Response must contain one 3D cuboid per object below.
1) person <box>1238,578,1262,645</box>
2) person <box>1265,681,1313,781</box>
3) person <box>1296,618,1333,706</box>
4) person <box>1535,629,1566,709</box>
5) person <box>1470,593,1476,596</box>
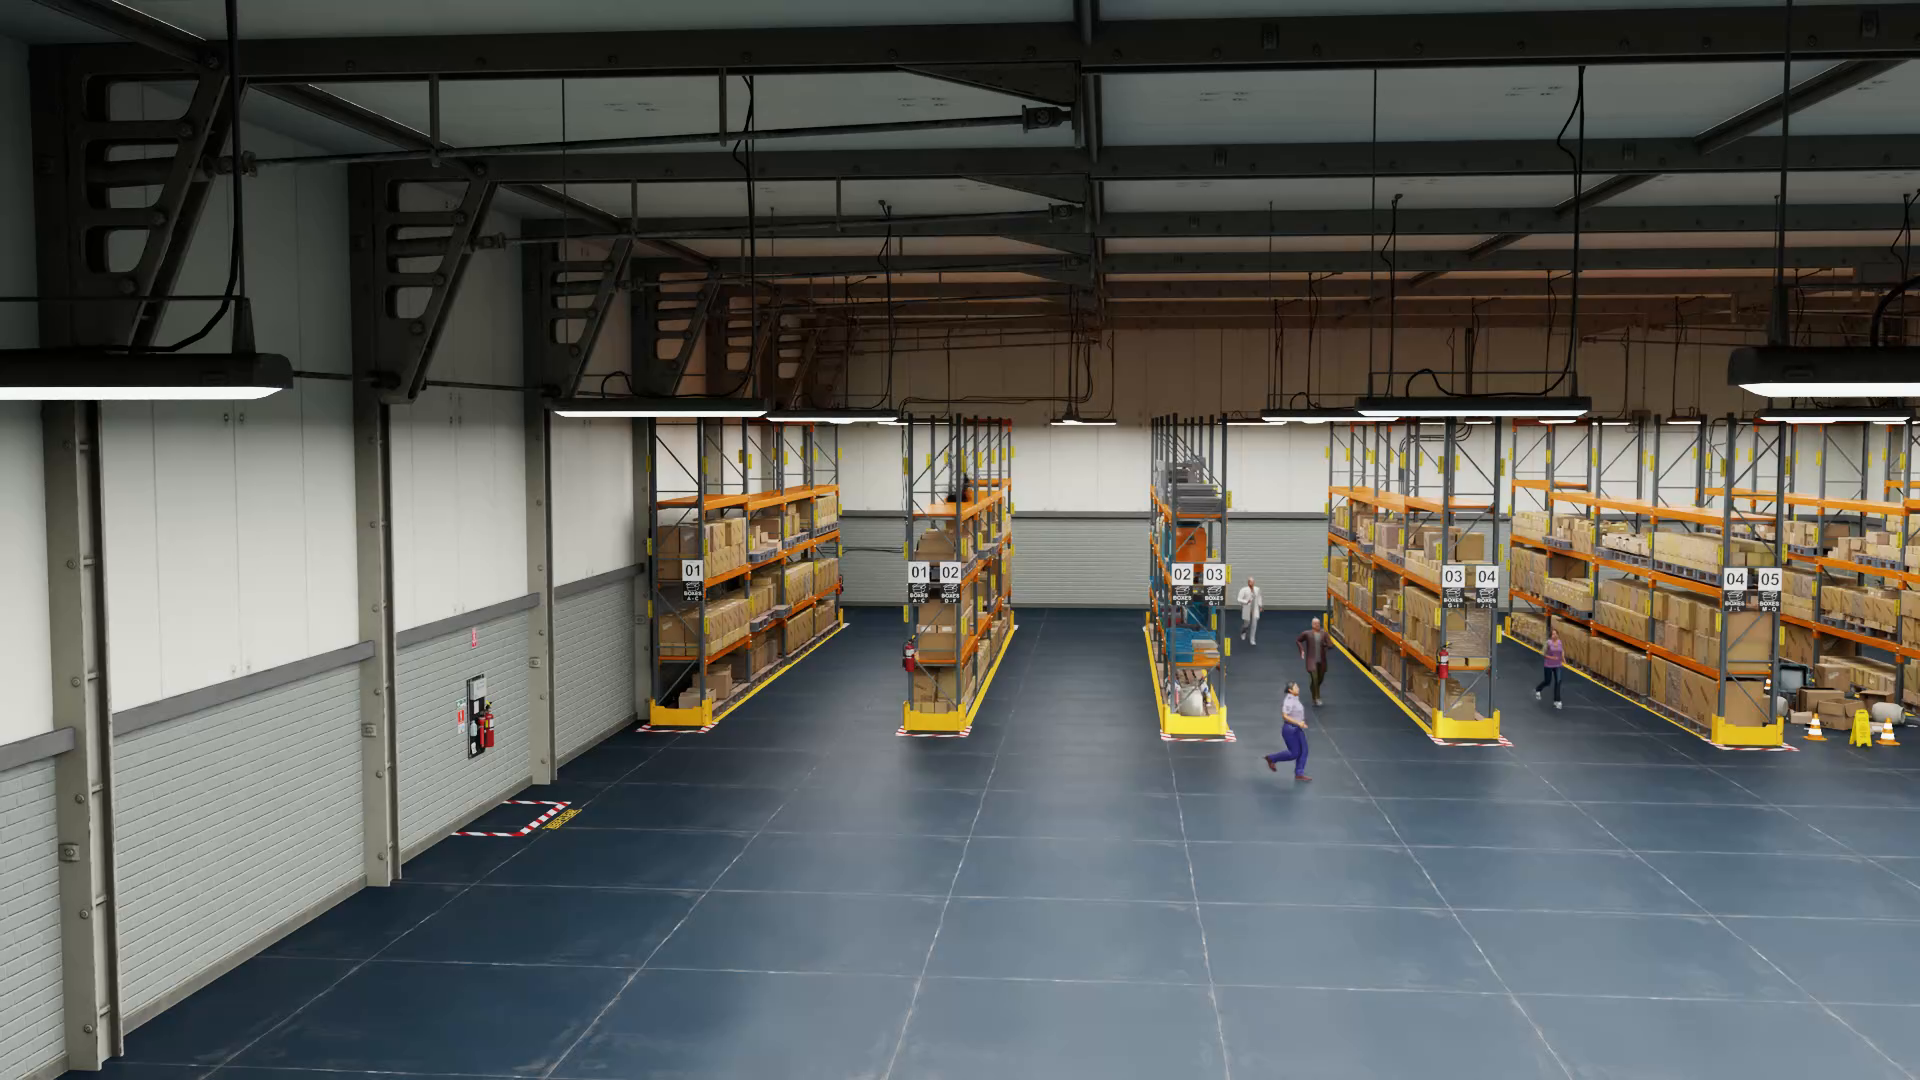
[{"bbox_3d":[7.679,1.874,44.033,0.711,1.752,0.915,-1,4,-8],"label":"person"},{"bbox_3d":[5.367,3.105,27.051,0.759,1.628,0.608,1,4,21],"label":"person"},{"bbox_3d":[7.365,2.494,34.445,0.708,1.754,1.061,0,4,-7],"label":"person"},{"bbox_3d":[12.200,2.627,34.278,0.550,1.591,0.882,0,4,-5],"label":"person"},{"bbox_3d":[14.569,1.790,46.700,0.531,1.606,0.637,-3,5,-34],"label":"person"}]
